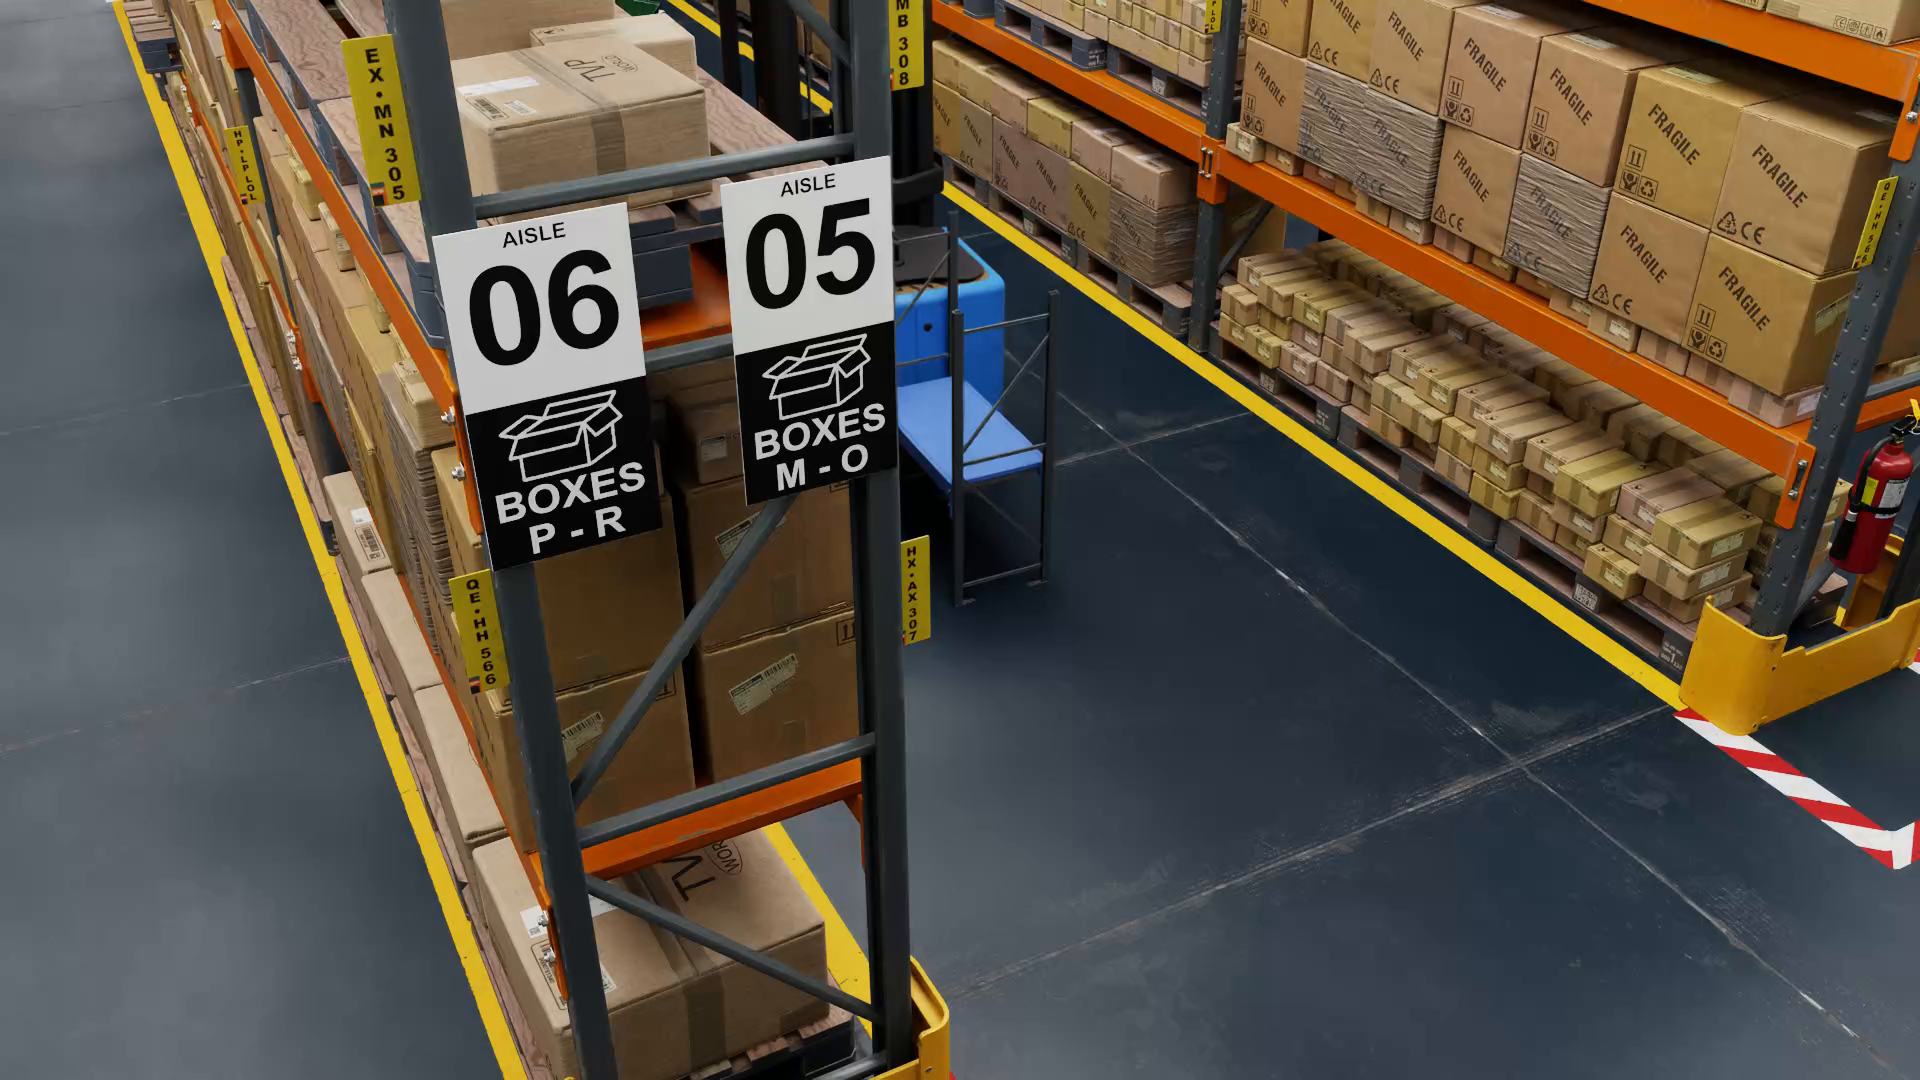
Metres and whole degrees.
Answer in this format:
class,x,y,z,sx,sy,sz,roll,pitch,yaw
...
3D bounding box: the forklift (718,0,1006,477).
class,x,y,z,sx,sy,sz,roll,pitch,yaw
forklift,-0.789,-2.263,9.066,1.130,2.935,3.031,-13,35,-19

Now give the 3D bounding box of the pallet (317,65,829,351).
class,x,y,z,sx,sy,sz,roll,pitch,yaw
pallet,-0.974,-0.906,4.184,1.003,0.211,1.213,-16,36,-23

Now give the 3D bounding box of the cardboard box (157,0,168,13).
class,x,y,z,sx,sy,sz,roll,pitch,yaw
cardboard box,-4.806,-3.637,10.389,0.500,0.500,0.500,-17,36,-24

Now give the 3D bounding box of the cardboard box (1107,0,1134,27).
class,x,y,z,sx,sy,sz,roll,pitch,yaw
cardboard box,1.120,-3.241,10.096,0.380,0.149,0.250,-17,36,-25

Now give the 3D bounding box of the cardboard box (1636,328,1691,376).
class,x,y,z,sx,sy,sz,roll,pitch,yaw
cardboard box,3.099,-0.844,7.020,0.380,0.149,0.250,-16,36,-24

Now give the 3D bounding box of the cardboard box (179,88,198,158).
class,x,y,z,sx,sy,sz,roll,pitch,yaw
cardboard box,-5.303,-3.202,12.514,0.950,0.372,0.625,-15,35,-22

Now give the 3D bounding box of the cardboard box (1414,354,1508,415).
class,x,y,z,sx,sy,sz,roll,pitch,yaw
cardboard box,2.532,-0.789,8.403,0.380,0.149,0.250,-16,36,-23

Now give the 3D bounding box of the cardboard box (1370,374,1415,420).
class,x,y,z,sx,sy,sz,roll,pitch,yaw
cardboard box,2.370,-0.770,8.649,0.380,0.149,0.250,-16,36,-23

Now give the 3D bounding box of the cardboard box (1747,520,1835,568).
class,x,y,z,sx,sy,sz,roll,pitch,yaw
cardboard box,3.696,-0.038,7.506,0.380,0.149,0.250,-14,35,-21

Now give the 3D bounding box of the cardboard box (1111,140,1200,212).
class,x,y,z,sx,sy,sz,roll,pitch,yaw
cardboard box,1.278,-2.262,10.234,0.500,0.250,0.500,-17,36,-24

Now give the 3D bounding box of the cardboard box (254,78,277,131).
class,x,y,z,sx,sy,sz,roll,pitch,yaw
cardboard box,-2.566,-1.758,6.592,0.380,0.149,0.250,-16,36,-24

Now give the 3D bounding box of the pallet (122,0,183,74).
class,x,y,z,sx,sy,sz,roll,pitch,yaw
pallet,-4.775,-3.379,10.921,1.213,0.211,1.003,-16,36,-23

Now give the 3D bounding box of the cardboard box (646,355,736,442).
class,x,y,z,sx,sy,sz,roll,pitch,yaw
cardboard box,-0.724,-0.411,4.490,0.380,0.149,0.250,-15,36,-22

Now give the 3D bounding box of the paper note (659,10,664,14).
class,x,y,z,sx,sy,sz,roll,pitch,yaw
paper note,-2.996,-5.192,16.325,0.142,0.020,0.147,12,35,19

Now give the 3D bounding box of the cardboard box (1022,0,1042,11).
class,x,y,z,sx,sy,sz,roll,pitch,yaw
cardboard box,0.634,-3.614,10.954,0.380,0.149,0.250,-15,36,-22

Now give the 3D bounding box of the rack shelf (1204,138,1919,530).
class,x,y,z,sx,sy,sz,roll,pitch,yaw
rack shelf,2.781,-1.273,8.124,1.077,0.370,4.000,-16,36,-23

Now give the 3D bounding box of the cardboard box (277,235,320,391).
class,x,y,z,sx,sy,sz,roll,pitch,yaw
cardboard box,-2.496,-0.990,6.921,0.500,0.500,0.500,-15,35,-22

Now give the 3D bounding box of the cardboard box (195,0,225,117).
class,x,y,z,sx,sy,sz,roll,pitch,yaw
cardboard box,-3.381,-2.342,8.106,0.500,0.500,0.500,-15,35,-22

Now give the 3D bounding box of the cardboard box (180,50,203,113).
class,x,y,z,sx,sy,sz,roll,pitch,yaw
cardboard box,-4.343,-2.786,9.957,0.500,0.250,0.500,-17,36,-24

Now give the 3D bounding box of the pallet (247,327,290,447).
class,x,y,z,sx,sy,sz,roll,pitch,yaw
pallet,-3.483,-0.995,9.608,1.003,0.211,1.213,-16,36,-23

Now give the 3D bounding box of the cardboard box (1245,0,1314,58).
class,x,y,z,sx,sy,sz,roll,pitch,yaw
cardboard box,1.843,-2.842,8.611,0.500,0.500,0.500,-15,36,-22

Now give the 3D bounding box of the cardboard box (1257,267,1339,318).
class,x,y,z,sx,sy,sz,roll,pitch,yaw
cardboard box,1.902,-1.395,9.348,0.380,0.149,0.250,-14,35,-21

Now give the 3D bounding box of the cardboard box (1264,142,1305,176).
class,x,y,z,sx,sy,sz,roll,pitch,yaw
cardboard box,1.877,-2.103,8.984,0.380,0.149,0.250,-15,36,-22

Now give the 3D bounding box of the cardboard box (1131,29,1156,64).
class,x,y,z,sx,sy,sz,roll,pitch,yaw
cardboard box,1.252,-2.985,9.972,0.380,0.149,0.250,-16,36,-23

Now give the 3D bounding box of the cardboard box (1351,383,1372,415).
class,x,y,z,sx,sy,sz,roll,pitch,yaw
cardboard box,2.339,-0.792,8.959,0.380,0.149,0.250,-17,37,-25

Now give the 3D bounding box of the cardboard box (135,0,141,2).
class,x,y,z,sx,sy,sz,roll,pitch,yaw
cardboard box,-6.727,-4.605,14.121,0.500,0.500,0.500,-16,36,-24

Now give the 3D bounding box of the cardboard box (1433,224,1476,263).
class,x,y,z,sx,sy,sz,roll,pitch,yaw
cardboard box,2.514,-1.475,8.004,0.380,0.149,0.250,-14,35,-21

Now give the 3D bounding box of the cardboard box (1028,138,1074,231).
class,x,y,z,sx,sy,sz,roll,pitch,yaw
cardboard box,0.806,-2.436,11.199,0.500,0.500,0.500,-17,36,-24

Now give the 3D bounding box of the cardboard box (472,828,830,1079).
class,x,y,z,sx,sy,sz,roll,pitch,yaw
cardboard box,-1.015,1.284,5.451,0.875,0.438,0.875,-17,36,-25

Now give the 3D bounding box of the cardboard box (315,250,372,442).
class,x,y,z,sx,sy,sz,roll,pitch,yaw
cardboard box,-1.784,-0.681,5.513,0.500,0.500,0.500,-16,36,-23

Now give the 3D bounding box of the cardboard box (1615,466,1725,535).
class,x,y,z,sx,sy,sz,roll,pitch,yaw
cardboard box,3.176,-0.172,7.440,0.380,0.149,0.250,-15,36,-22

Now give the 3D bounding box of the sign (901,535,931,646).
class,x,y,z,sx,sy,sz,roll,pitch,yaw
sign,-0.125,0.137,4.380,0.100,0.325,0.005,-16,36,-23

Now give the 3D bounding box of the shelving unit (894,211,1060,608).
class,x,y,z,sx,sy,sz,roll,pitch,yaw
shelving unit,-0.023,-0.626,7.836,0.538,1.500,1.048,-14,35,-21

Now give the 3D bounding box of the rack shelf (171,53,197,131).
class,x,y,z,sx,sy,sz,roll,pitch,yaw
rack shelf,-5.281,-3.798,12.064,1.077,0.370,4.000,-16,36,-23

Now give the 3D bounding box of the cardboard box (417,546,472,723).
class,x,y,z,sx,sy,sz,roll,pitch,yaw
cardboard box,-1.298,0.223,5.029,0.500,0.500,0.500,-17,36,-24

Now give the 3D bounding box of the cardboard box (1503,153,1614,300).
class,x,y,z,sx,sy,sz,roll,pitch,yaw
cardboard box,2.796,-1.425,7.326,0.500,0.500,0.500,-16,36,-23

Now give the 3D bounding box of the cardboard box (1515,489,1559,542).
class,x,y,z,sx,sy,sz,roll,pitch,yaw
cardboard box,2.901,-0.156,7.967,0.380,0.149,0.250,-15,36,-23

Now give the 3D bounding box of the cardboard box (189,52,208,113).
class,x,y,z,sx,sy,sz,roll,pitch,yaw
cardboard box,-3.869,-2.502,9.050,0.500,0.250,0.500,-16,36,-23

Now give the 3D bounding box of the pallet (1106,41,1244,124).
class,x,y,z,sx,sy,sz,roll,pitch,yaw
pallet,1.621,-2.851,10.097,1.003,0.211,1.213,-16,36,-23

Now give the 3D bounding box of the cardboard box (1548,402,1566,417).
class,x,y,z,sx,sy,sz,roll,pitch,yaw
cardboard box,3.032,-0.649,8.460,0.380,0.149,0.250,-14,35,-21

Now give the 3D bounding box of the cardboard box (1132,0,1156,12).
class,x,y,z,sx,sy,sz,roll,pitch,yaw
cardboard box,1.244,-3.246,9.829,0.380,0.149,0.250,-17,36,-25

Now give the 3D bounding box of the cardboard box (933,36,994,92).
class,x,y,z,sx,sy,sz,roll,pitch,yaw
cardboard box,0.091,-3.490,12.149,0.500,0.250,0.500,-18,37,-25

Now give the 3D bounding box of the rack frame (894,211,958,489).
class,x,y,z,sx,sy,sz,roll,pitch,yaw
rack frame,-0.241,-0.873,8.223,0.500,1.500,0.032,-14,35,-21

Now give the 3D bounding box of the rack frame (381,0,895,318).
class,x,y,z,sx,sy,sz,roll,pitch,yaw
rack frame,-0.618,-1.854,2.803,1.000,3.000,0.127,-16,36,-23

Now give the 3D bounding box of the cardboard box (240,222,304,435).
class,x,y,z,sx,sy,sz,roll,pitch,yaw
cardboard box,-3.271,-1.224,8.961,0.875,0.875,0.875,-15,36,-22

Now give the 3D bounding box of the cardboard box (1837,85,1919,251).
class,x,y,z,sx,sy,sz,roll,pitch,yaw
cardboard box,3.739,-1.491,6.501,0.500,0.500,0.500,-16,36,-23

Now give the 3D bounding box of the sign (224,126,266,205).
class,x,y,z,sx,sy,sz,roll,pitch,yaw
sign,-2.959,-1.550,6.889,0.100,0.325,0.005,-16,36,-23

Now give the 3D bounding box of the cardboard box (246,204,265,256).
class,x,y,z,sx,sy,sz,roll,pitch,yaw
cardboard box,-3.152,-1.568,8.056,0.500,0.250,0.500,-16,36,-24

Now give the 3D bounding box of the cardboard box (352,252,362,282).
class,x,y,z,sx,sy,sz,roll,pitch,yaw
cardboard box,-1.712,-0.911,5.270,0.380,0.149,0.250,-15,35,-22

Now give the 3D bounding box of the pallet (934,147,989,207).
class,x,y,z,sx,sy,sz,roll,pitch,yaw
pallet,0.347,-2.892,12.568,1.003,0.211,1.213,-16,36,-23

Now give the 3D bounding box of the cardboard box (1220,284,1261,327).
class,x,y,z,sx,sy,sz,roll,pitch,yaw
cardboard box,1.735,-1.379,9.599,0.380,0.149,0.250,-14,35,-21

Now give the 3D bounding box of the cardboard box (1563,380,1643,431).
class,x,y,z,sx,sy,sz,roll,pitch,yaw
cardboard box,3.221,-0.670,8.217,0.380,0.149,0.250,-14,35,-21

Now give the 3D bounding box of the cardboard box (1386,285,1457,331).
class,x,y,z,sx,sy,sz,roll,pitch,yaw
cardboard box,2.573,-1.281,9.170,0.380,0.149,0.250,-15,35,-22

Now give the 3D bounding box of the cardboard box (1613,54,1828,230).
class,x,y,z,sx,sy,sz,roll,pitch,yaw
cardboard box,3.044,-1.608,6.683,0.500,0.500,0.500,-17,36,-25

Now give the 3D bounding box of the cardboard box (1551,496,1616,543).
class,x,y,z,sx,sy,sz,roll,pitch,yaw
cardboard box,2.971,-0.151,7.683,0.380,0.149,0.250,-17,37,-25

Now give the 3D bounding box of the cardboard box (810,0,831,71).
class,x,y,z,sx,sy,sz,roll,pitch,yaw
cardboard box,-0.631,-4.399,14.031,1.050,0.750,0.750,-15,36,-22
